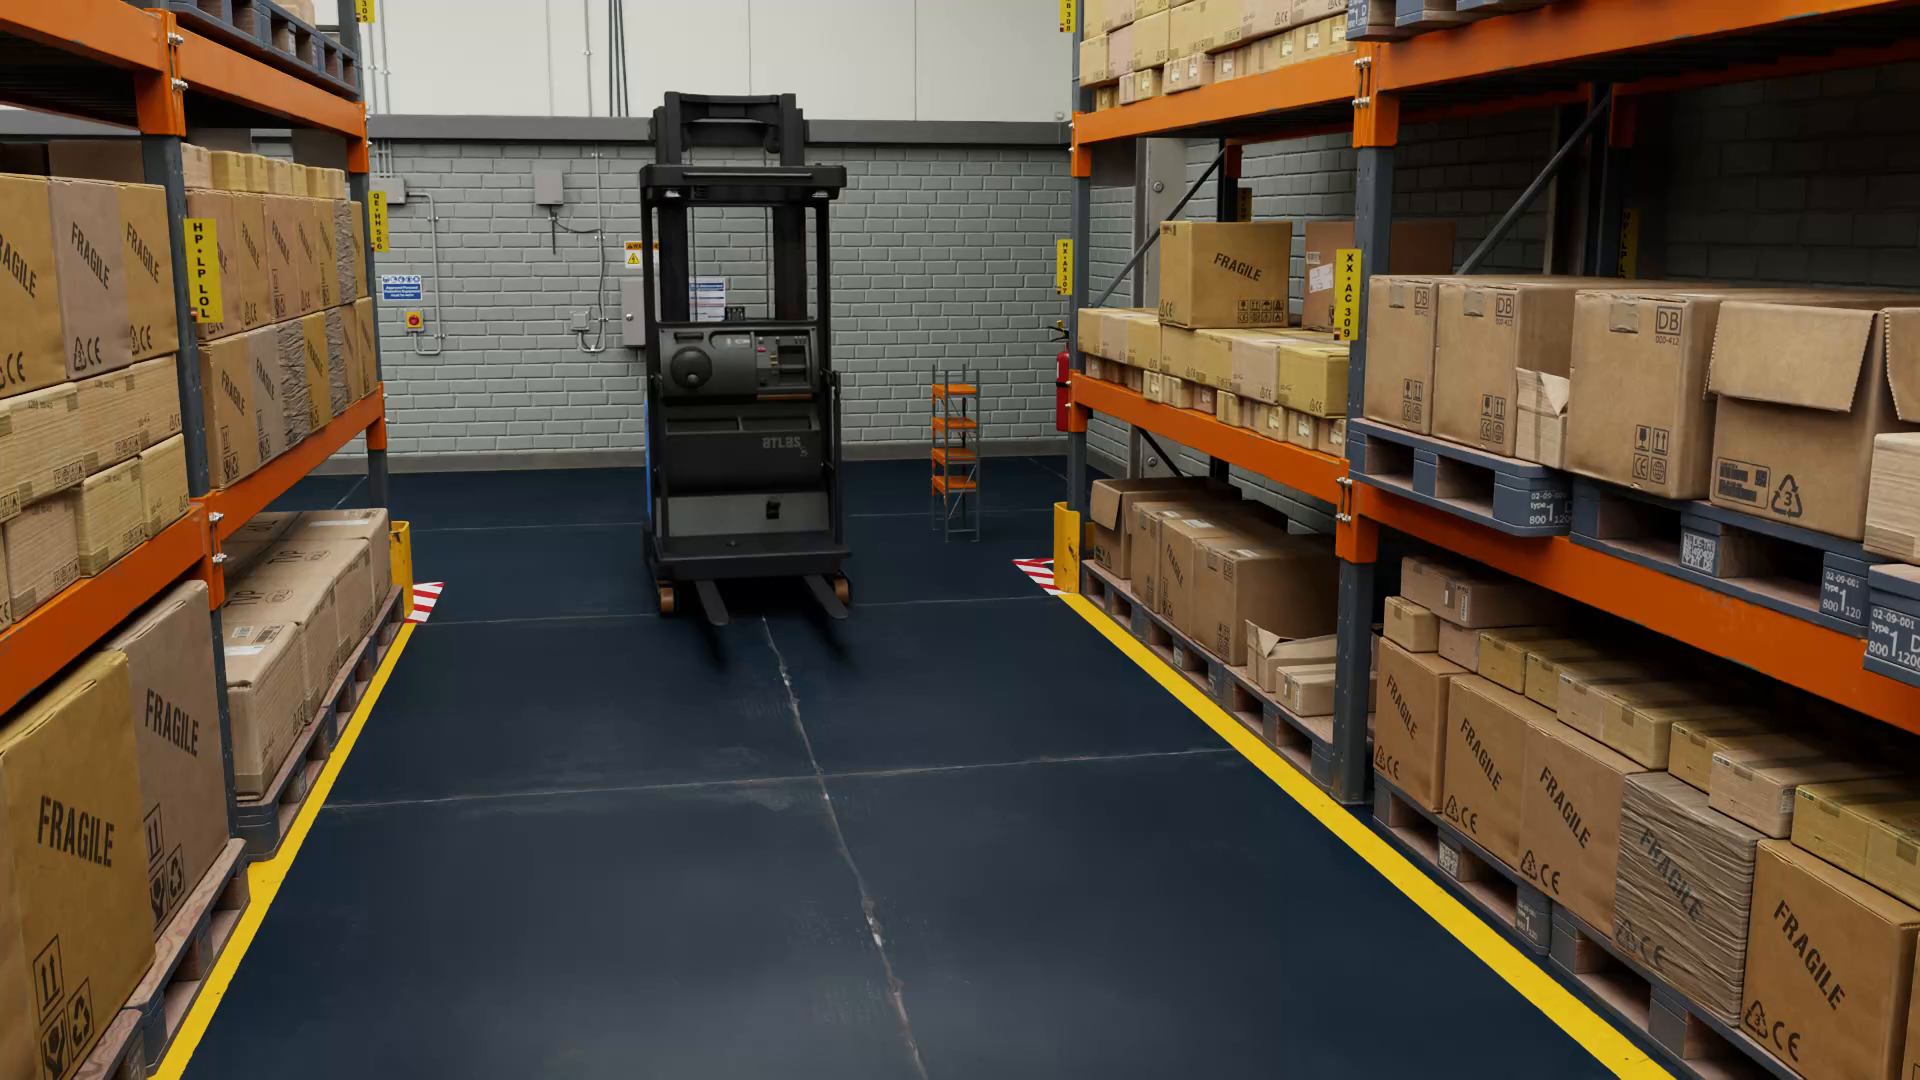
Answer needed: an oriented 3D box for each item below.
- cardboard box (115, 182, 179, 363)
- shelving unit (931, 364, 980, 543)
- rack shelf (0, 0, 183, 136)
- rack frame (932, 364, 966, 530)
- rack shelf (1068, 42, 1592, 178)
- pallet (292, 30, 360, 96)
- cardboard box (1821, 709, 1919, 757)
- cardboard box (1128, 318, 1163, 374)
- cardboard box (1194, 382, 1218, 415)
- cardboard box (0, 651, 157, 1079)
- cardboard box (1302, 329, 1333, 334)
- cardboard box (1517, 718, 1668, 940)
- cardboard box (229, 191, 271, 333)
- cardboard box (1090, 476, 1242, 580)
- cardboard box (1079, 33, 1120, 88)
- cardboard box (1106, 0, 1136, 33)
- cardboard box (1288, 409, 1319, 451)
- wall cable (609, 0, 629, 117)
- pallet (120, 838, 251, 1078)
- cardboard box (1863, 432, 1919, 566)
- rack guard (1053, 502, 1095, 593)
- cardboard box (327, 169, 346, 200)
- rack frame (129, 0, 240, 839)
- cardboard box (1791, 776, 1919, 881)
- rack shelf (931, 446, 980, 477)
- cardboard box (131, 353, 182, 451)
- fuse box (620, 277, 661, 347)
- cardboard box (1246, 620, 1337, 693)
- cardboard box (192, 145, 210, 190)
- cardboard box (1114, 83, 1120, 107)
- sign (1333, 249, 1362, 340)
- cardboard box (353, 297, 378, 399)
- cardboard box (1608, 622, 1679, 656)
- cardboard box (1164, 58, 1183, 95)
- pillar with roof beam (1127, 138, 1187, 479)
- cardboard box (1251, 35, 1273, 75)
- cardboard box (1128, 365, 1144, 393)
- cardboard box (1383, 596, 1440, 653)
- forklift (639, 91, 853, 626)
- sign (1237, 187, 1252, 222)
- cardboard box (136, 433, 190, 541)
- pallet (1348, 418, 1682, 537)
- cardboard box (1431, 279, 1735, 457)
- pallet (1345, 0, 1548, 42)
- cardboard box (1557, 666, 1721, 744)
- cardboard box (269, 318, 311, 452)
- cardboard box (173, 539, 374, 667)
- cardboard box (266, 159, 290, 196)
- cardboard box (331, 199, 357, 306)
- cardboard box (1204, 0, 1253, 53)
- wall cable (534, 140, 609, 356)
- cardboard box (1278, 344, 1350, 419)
[{"bbox_3d":[-2.599,-0.769,4.773,0.500,0.500,0.500,-2,11,-9],"label":"cardboard box"},{"bbox_3d":[-0.032,-0.620,11.744,0.258,1.200,0.503,-2,11,-11],"label":"shelving unit"},{"bbox_3d":[-2.543,-1.055,3.118,1.077,0.370,4.000,-2,11,-11],"label":"rack shelf"},{"bbox_3d":[-0.080,-0.665,11.979,0.240,1.200,0.015,-2,11,-11],"label":"rack frame"},{"bbox_3d":[1.547,-1.970,7.925,1.077,0.370,4.000,-2,11,-11],"label":"rack shelf"},{"bbox_3d":[-3.556,-2.330,8.128,1.003,0.211,1.213,-2,11,-11],"label":"pallet"},{"bbox_3d":[2.603,0.561,4.556,0.380,0.149,0.250,-3,11,-13],"label":"cardboard box"},{"bbox_3d":[1.182,-1.011,8.589,0.500,0.250,0.500,-2,11,-12],"label":"cardboard box"},{"bbox_3d":[1.344,-0.692,7.983,0.380,0.149,0.250,-2,11,-11],"label":"cardboard box"},{"bbox_3d":[-2.550,0.812,3.967,0.875,0.875,0.875,-2,11,-9],"label":"cardboard box"},{"bbox_3d":[1.902,-0.842,7.705,0.500,0.250,0.500,-2,11,-10],"label":"cardboard box"},{"bbox_3d":[2.015,0.825,4.903,0.500,0.500,0.500,-2,11,-13],"label":"cardboard box"},{"bbox_3d":[-2.879,-1.031,6.149,0.500,0.500,0.500,-2,11,-12],"label":"cardboard box"},{"bbox_3d":[1.184,-0.081,9.652,0.797,0.503,0.637,-3,11,-13],"label":"cardboard box"},{"bbox_3d":[0.976,-2.671,9.291,0.500,0.250,0.500,-2,11,-12],"label":"cardboard box"},{"bbox_3d":[1.078,-2.824,8.755,0.500,0.250,0.500,-2,11,-11],"label":"cardboard box"},{"bbox_3d":[1.554,-0.456,6.740,0.380,0.149,0.250,-2,11,-9],"label":"cardboard box"},{"bbox_3d":[-1.615,-5.155,14.613,2.988,3.039,0.133,-2,11,-11],"label":"wall cable"},{"bbox_3d":[-2.708,1.207,4.790,1.003,0.211,1.213,-2,11,-11],"label":"pallet"},{"bbox_3d":[2.191,-0.064,3.286,0.500,0.250,0.500,-3,11,-14],"label":"cardboard box"},{"bbox_3d":[1.173,0.025,10.226,1.175,0.500,0.348,-2,11,-11],"label":"rack guard"},{"bbox_3d":[-3.238,-1.746,8.169,0.380,0.149,0.250,-2,11,-12],"label":"cardboard box"},{"bbox_3d":[-2.932,-0.302,5.259,1.000,3.000,0.127,-2,11,-11],"label":"rack frame"},{"bbox_3d":[2.222,0.678,3.940,0.380,0.149,0.250,-2,11,-12],"label":"cardboard box"},{"bbox_3d":[-0.032,-0.554,11.756,0.258,0.148,0.480,-2,11,-11],"label":"rack shelf"},{"bbox_3d":[-2.608,-0.401,4.848,0.500,0.250,0.500,-2,11,-11],"label":"cardboard box"},{"bbox_3d":[-2.741,-1.485,14.923,0.539,1.711,0.414,-2,11,-11],"label":"fuse box"},{"bbox_3d":[1.470,0.497,7.252,0.396,0.266,0.258,-2,11,-9],"label":"cardboard box"},{"bbox_3d":[-2.805,-1.274,5.693,0.380,0.149,0.250,-2,11,-10],"label":"cardboard box"},{"bbox_3d":[1.069,-2.452,9.209,0.380,0.149,0.250,-2,11,-10],"label":"cardboard box"},{"bbox_3d":[1.405,-0.887,6.019,0.100,0.325,0.005,-2,11,-11],"label":"sign"},{"bbox_3d":[-3.357,-1.005,8.690,0.500,0.500,0.500,-2,11,-11],"label":"cardboard box"},{"bbox_3d":[2.402,0.370,5.560,0.380,0.149,0.250,-2,11,-10],"label":"cardboard box"},{"bbox_3d":[1.195,-2.215,7.961,0.380,0.149,0.250,-2,11,-11],"label":"cardboard box"},{"bbox_3d":[-2.705,-4.534,11.452,9.100,9.000,0.400,-2,11,-11],"label":"pillar with roof beam"},{"bbox_3d":[1.445,-2.028,6.978,0.380,0.149,0.250,-2,11,-11],"label":"cardboard box"},{"bbox_3d":[1.122,-0.882,8.981,0.380,0.149,0.250,-2,11,-9],"label":"cardboard box"},{"bbox_3d":[1.745,0.296,5.948,0.380,0.149,0.250,-2,11,-8],"label":"cardboard box"},{"bbox_3d":[-1.246,-1.088,9.574,1.130,2.935,3.031,-3,11,-13],"label":"forklift"},{"bbox_3d":[1.706,-1.957,10.014,0.100,0.325,0.005,-2,11,-11],"label":"sign"},{"bbox_3d":[-2.598,-0.155,4.889,0.500,0.250,0.500,-2,11,-12],"label":"cardboard box"},{"bbox_3d":[1.984,-0.238,5.438,1.003,0.211,1.213,-2,11,-11],"label":"pallet"},{"bbox_3d":[1.911,-0.546,5.154,0.700,0.500,0.500,-2,11,-10],"label":"cardboard box"},{"bbox_3d":[1.994,-1.742,5.306,1.213,0.211,1.003,-2,11,-11],"label":"pallet"},{"bbox_3d":[2.014,0.487,4.941,0.380,0.149,0.250,-2,11,-11],"label":"cardboard box"},{"bbox_3d":[-2.951,-0.630,6.718,0.500,0.500,0.500,-2,11,-11],"label":"cardboard box"},{"bbox_3d":[-3.297,0.302,7.816,0.875,0.438,0.875,-2,11,-9],"label":"cardboard box"},{"bbox_3d":[-3.017,-1.508,6.920,0.380,0.149,0.250,-2,11,-11],"label":"cardboard box"},{"bbox_3d":[-3.252,-1.401,8.093,0.500,0.500,0.500,-2,11,-11],"label":"cardboard box"},{"bbox_3d":[1.397,-2.297,7.328,0.500,0.250,0.500,-2,11,-10],"label":"cardboard box"},{"bbox_3d":[-3.441,-2.621,14.729,0.588,1.984,0.122,-2,11,-11],"label":"wall cable"},{"bbox_3d":[1.598,-0.640,6.641,0.500,0.250,0.500,-2,11,-10],"label":"cardboard box"}]
